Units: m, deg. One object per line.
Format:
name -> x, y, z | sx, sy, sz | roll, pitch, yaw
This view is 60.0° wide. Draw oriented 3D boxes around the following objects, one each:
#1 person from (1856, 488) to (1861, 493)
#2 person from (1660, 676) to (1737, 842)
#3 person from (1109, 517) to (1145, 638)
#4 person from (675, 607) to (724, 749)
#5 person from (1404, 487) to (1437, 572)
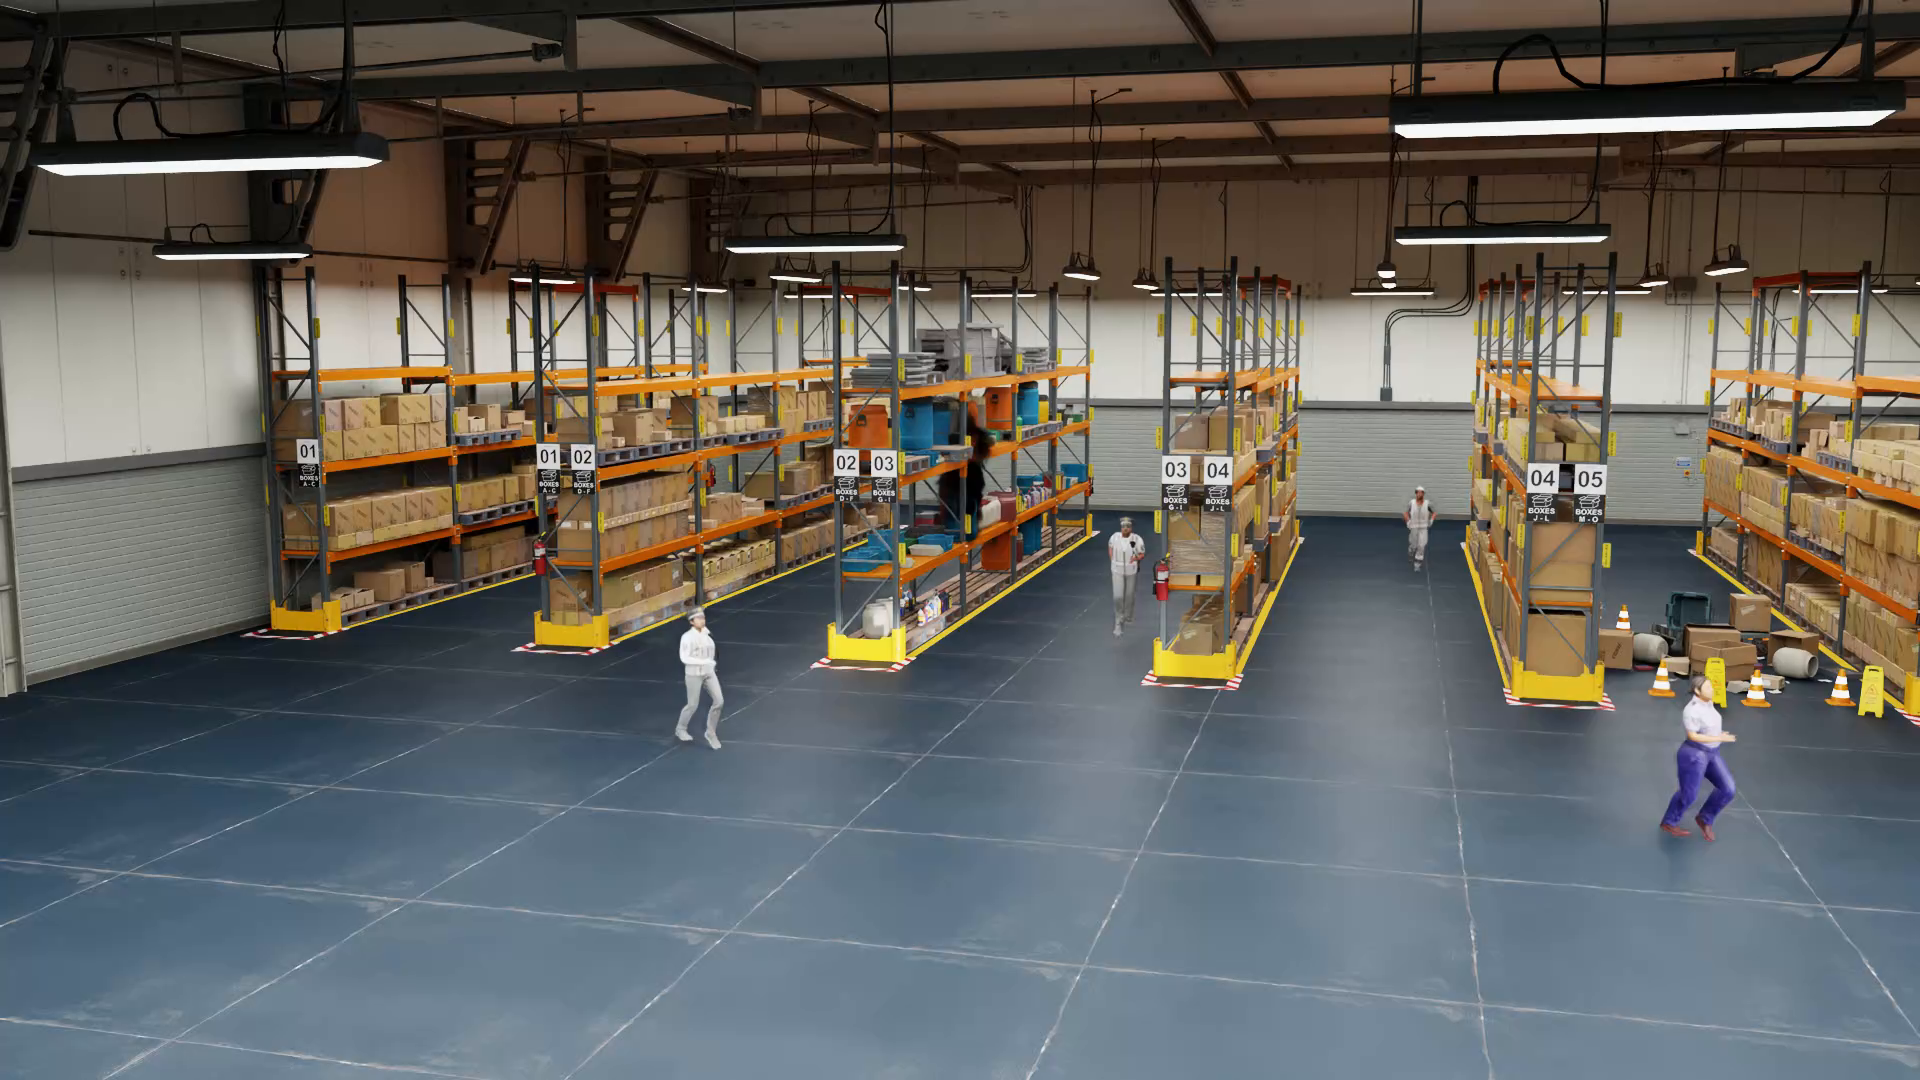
person -> 18.179, -0.208, 33.907 | 0.674, 1.786, 0.901 | 1, 7, 6
person -> 7.243, 2.147, 16.233 | 0.578, 1.666, 0.678 | -5, 9, -37
person -> 2.621, 0.566, 26.212 | 0.570, 1.899, 0.823 | 1, 7, 5
person -> -3.143, 1.650, 19.993 | 0.714, 1.740, 0.612 | 6, 9, 40
person -> 9.566, -0.242, 34.596 | 0.656, 1.761, 0.676 | 2, 8, 15
